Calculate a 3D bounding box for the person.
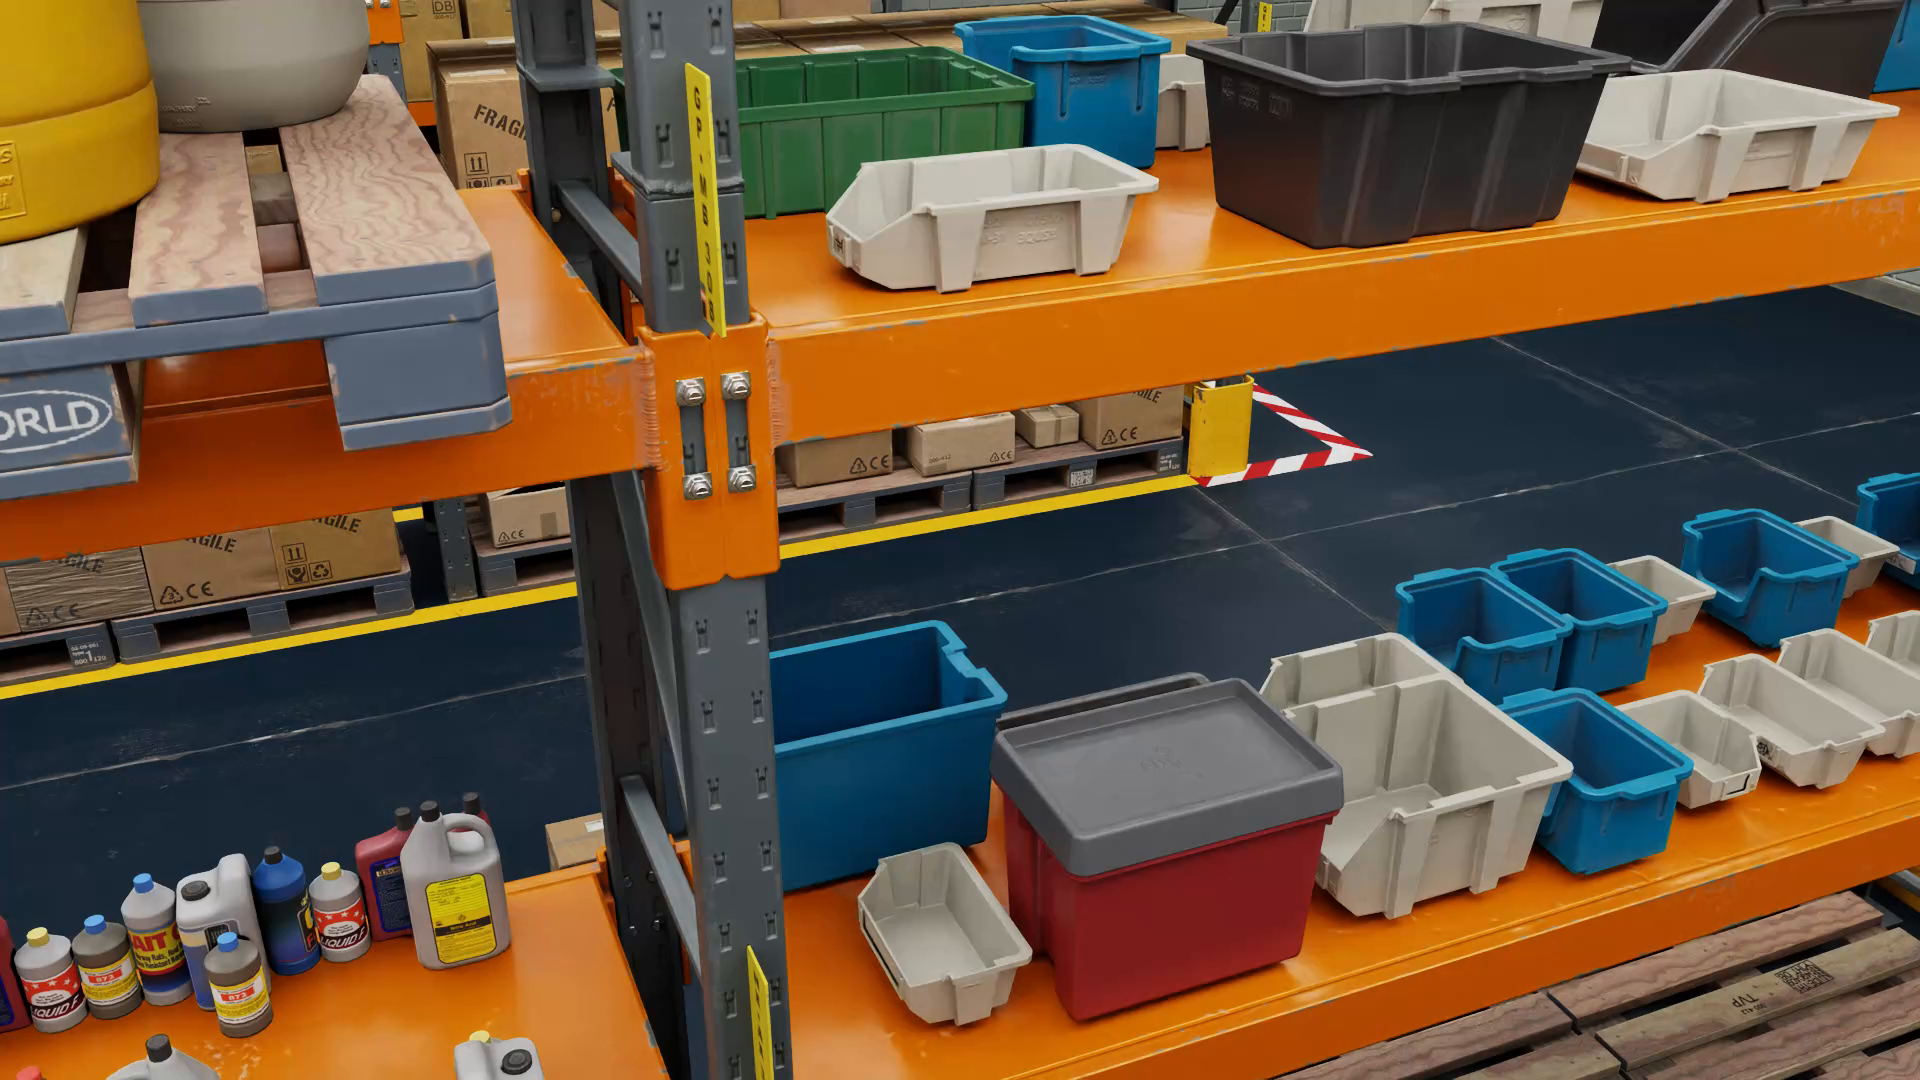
[{"bbox_3d":[-0.801,0.366,5.401,0.356,1.717,0.534,-10,27,-19],"label":"person"}]
